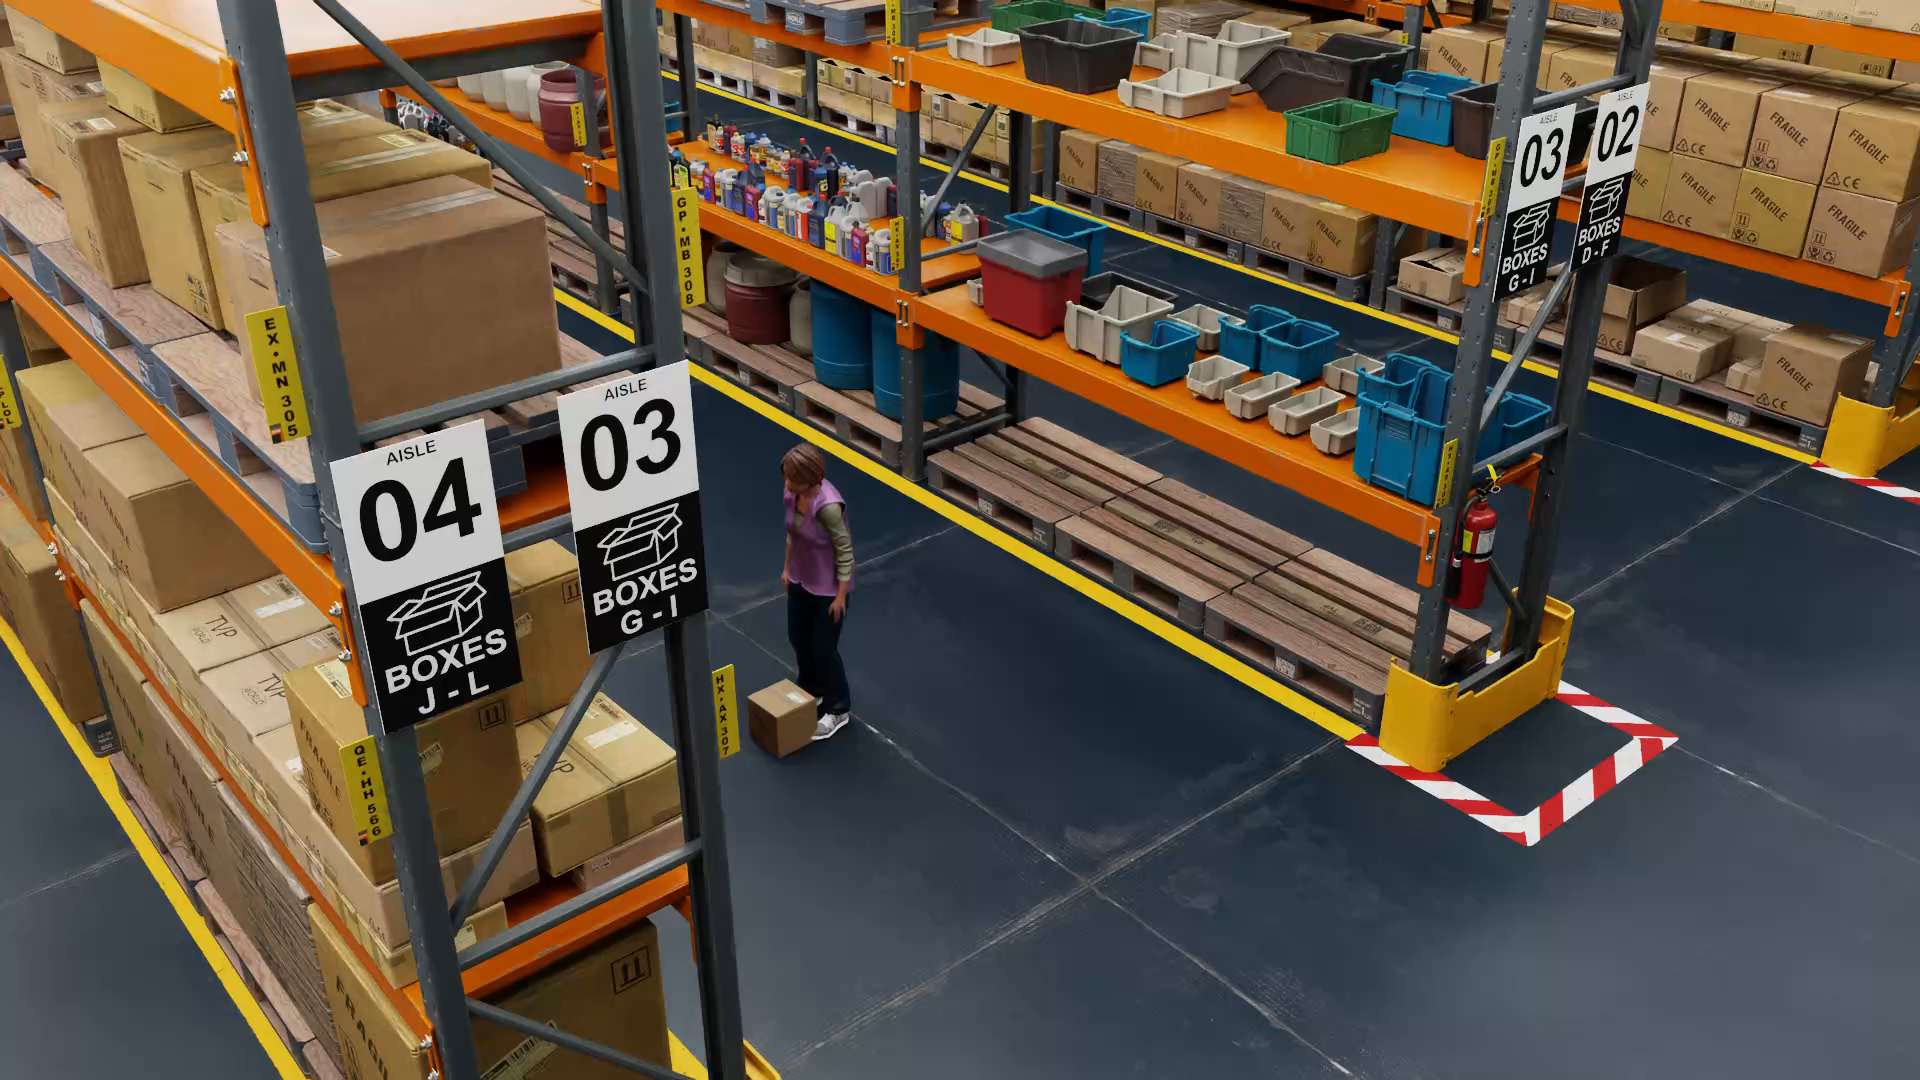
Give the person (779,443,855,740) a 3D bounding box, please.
[{"bbox_3d":[-0.712,0.229,8.216,0.348,1.590,0.470,-24,37,-37],"label":"person"}]
